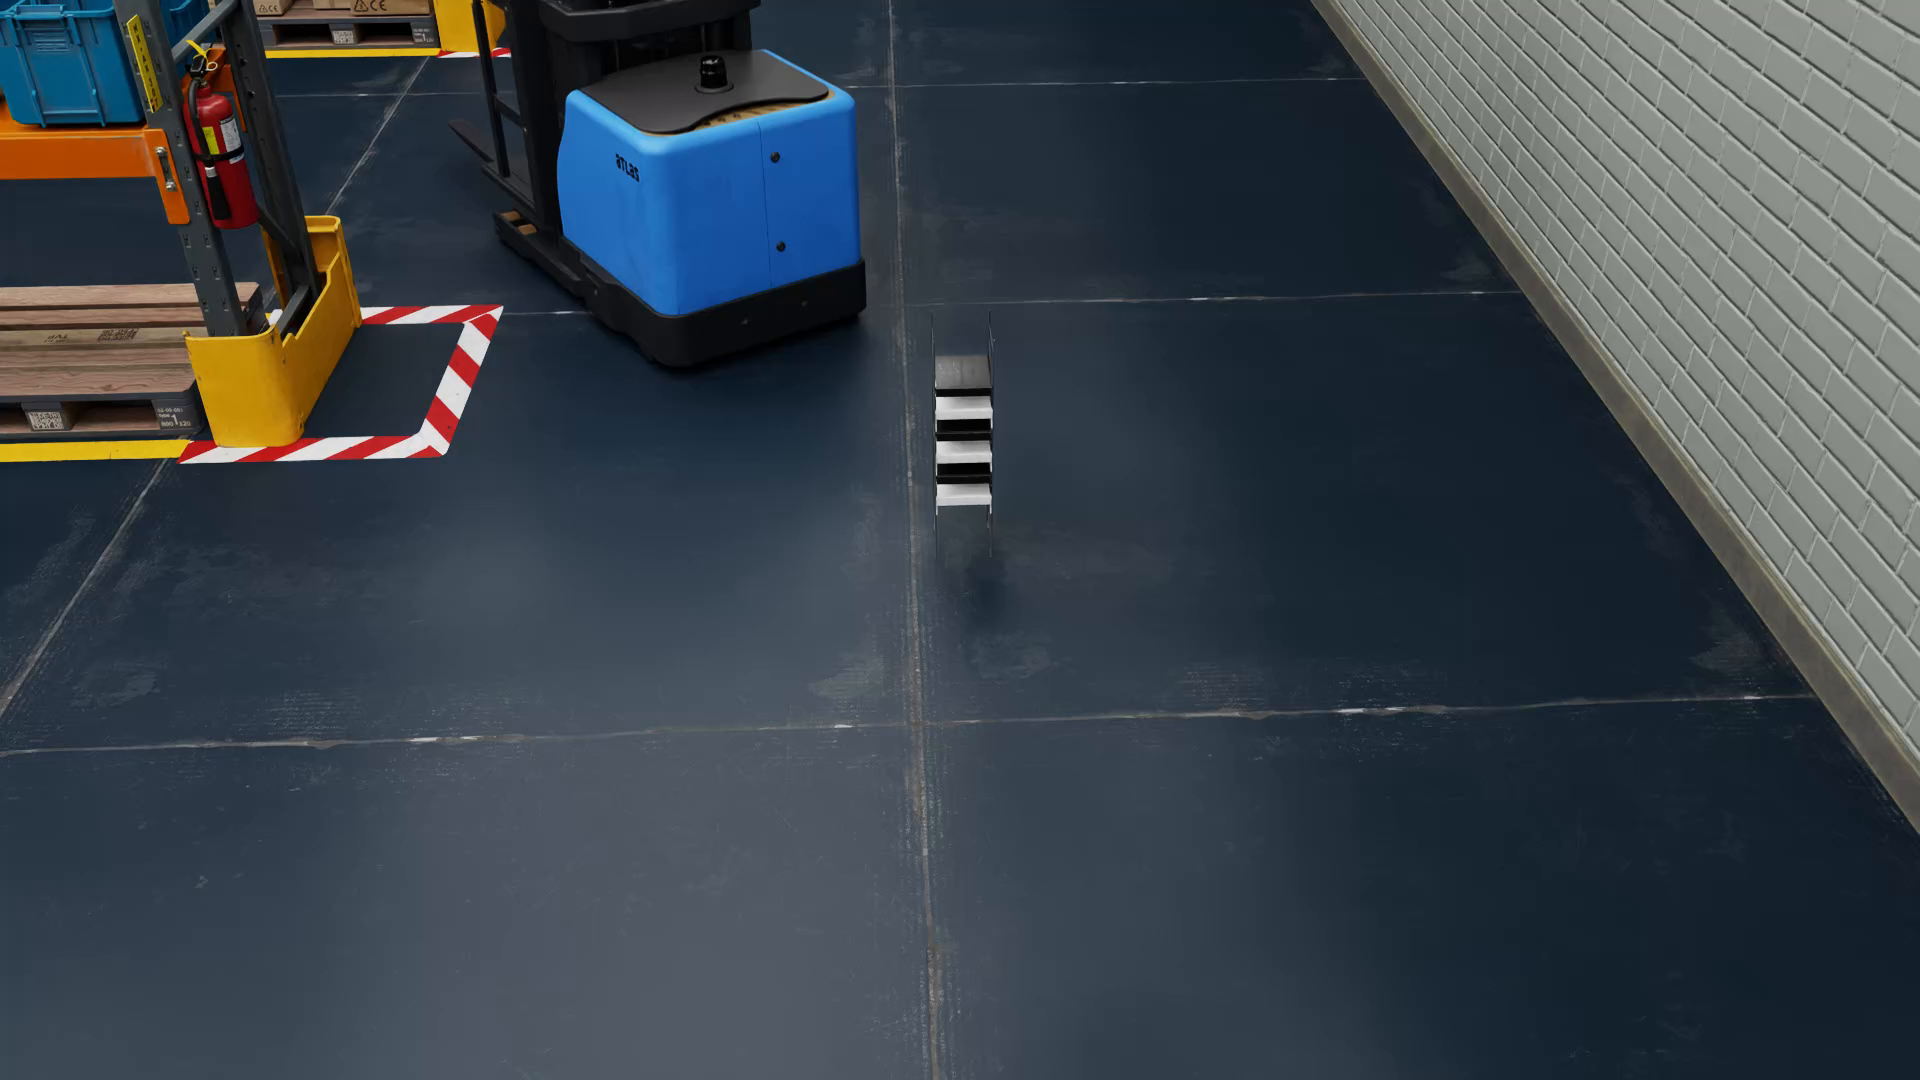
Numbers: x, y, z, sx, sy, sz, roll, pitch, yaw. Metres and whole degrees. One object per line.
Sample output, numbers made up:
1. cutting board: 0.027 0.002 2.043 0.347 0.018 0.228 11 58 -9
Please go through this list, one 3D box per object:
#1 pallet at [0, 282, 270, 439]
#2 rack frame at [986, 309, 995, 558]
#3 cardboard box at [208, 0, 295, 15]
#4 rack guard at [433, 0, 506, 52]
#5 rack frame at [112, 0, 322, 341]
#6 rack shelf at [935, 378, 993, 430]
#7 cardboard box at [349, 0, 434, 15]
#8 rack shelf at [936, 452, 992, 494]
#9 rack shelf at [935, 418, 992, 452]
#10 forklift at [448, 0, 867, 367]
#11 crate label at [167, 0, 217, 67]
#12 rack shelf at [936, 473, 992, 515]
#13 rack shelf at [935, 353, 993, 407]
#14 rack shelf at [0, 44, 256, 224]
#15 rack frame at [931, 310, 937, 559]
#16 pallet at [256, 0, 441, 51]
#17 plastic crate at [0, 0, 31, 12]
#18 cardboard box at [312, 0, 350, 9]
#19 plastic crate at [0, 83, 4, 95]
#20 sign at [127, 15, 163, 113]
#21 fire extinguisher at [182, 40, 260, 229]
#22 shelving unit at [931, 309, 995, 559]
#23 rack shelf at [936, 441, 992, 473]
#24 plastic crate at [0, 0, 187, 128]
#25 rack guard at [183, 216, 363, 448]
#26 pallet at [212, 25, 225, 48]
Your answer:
1. pallet: -3.766 -0.790 7.206 1.213 0.211 1.003 -2 35 -2
2. rack frame: 0.110 -0.373 5.998 0.006 0.900 0.240 -2 35 -2
3. cardboard box: -4.653 -3.640 10.903 0.500 0.250 0.500 -2 35 -2
4. rack guard: -3.247 -3.723 11.190 0.348 0.500 1.175 -2 35 -2
5. rack frame: -2.940 -1.937 6.413 0.127 3.000 1.000 -2 35 -2
6. rack shelf: 0.008 -0.491 5.911 0.200 0.077 0.258 -2 35 -2
7. cardboard box: -3.703 -3.751 10.844 0.500 0.500 0.500 -2 35 -2
8. rack shelf: 0.008 -0.269 6.064 0.200 0.077 0.258 -2 35 -2
9. rack shelf: 0.008 -0.417 5.962 0.200 0.077 0.258 -2 35 -2
10. forklift: -1.691 -2.749 7.647 1.130 2.935 3.031 -22 40 -28
11. crate label: -3.203 -2.073 6.704 0.303 0.233 0.416 -2 35 -2
12. rack shelf: 0.008 -0.195 6.116 0.200 0.077 0.258 -2 35 -2
13. rack shelf: 0.008 -0.565 5.860 0.200 0.077 0.258 -2 35 -2
14. rack shelf: -4.938 -1.587 6.540 4.000 0.370 1.077 -2 35 -2
15. rack frame: -0.093 -0.367 5.990 0.006 0.900 0.240 -2 35 -2
16. pallet: -4.043 -3.582 11.240 1.213 0.211 1.003 -2 35 -2
17. plastic crate: -3.860 -2.055 6.679 0.300 0.233 0.416 -2 35 -2
18. cardboard box: -4.112 -3.654 10.997 0.250 0.166 0.380 -2 35 -2
19. plastic crate: -3.746 -1.728 6.290 0.243 0.136 0.396 -2 35 -2
20. sign: -2.898 -1.692 5.915 0.005 0.325 0.100 -2 35 -2
21. fire extinguisher: -2.768 -1.497 6.174 0.183 0.674 0.296 -2 35 -2
22. shelving unit: 0.008 -0.370 5.994 0.210 0.900 0.258 -2 35 -2
23. rack shelf: 0.008 -0.343 6.013 0.200 0.077 0.258 -2 35 -2
24. plastic crate: -3.266 -1.861 6.219 0.499 0.435 0.616 -2 35 -2
25. rack guard: -2.917 -0.917 7.136 0.348 0.500 1.175 -2 35 -2
26. pallet: -5.259 -3.551 11.195 1.213 0.211 1.003 -2 35 -2
